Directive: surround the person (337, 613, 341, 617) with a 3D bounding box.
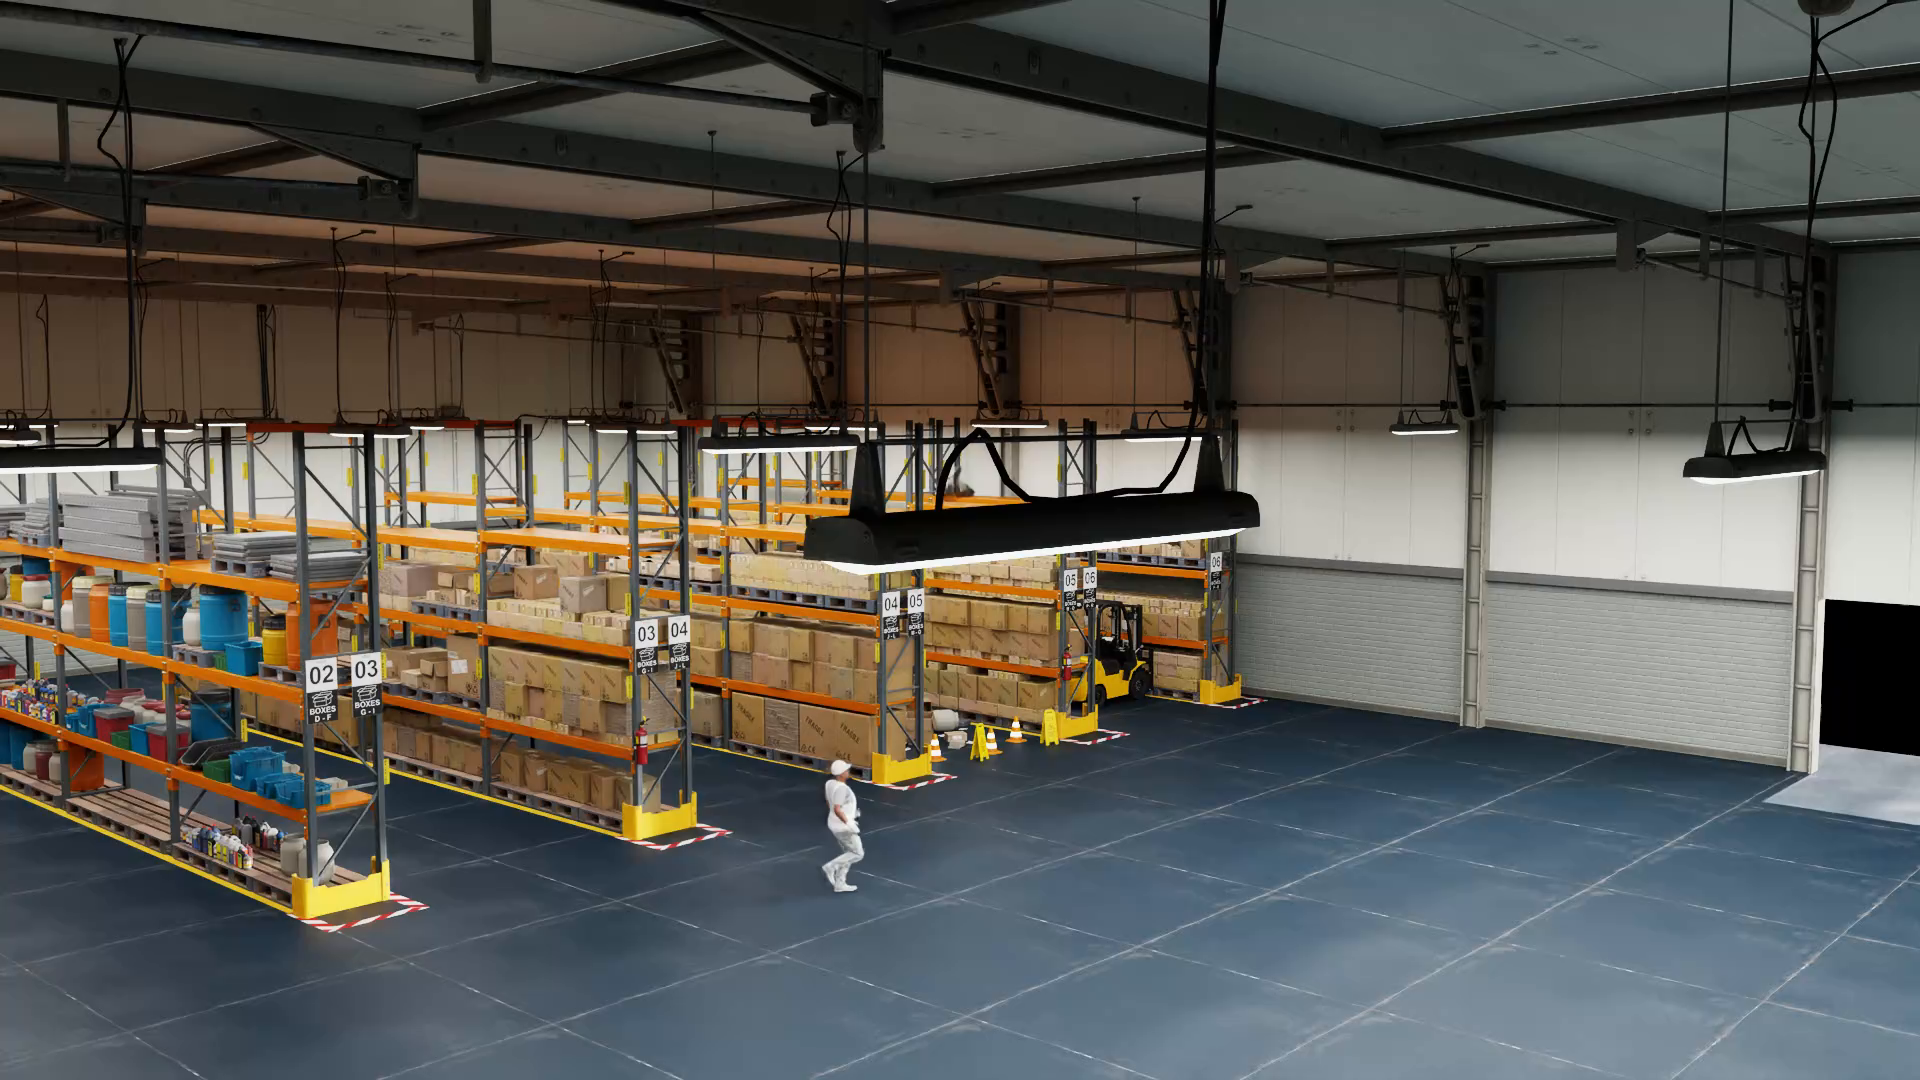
[{"bbox_3d":[-14.260,2.454,37.979,0.546,1.567,0.614,0,5,5],"label":"person"}]

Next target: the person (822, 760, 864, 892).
[{"bbox_3d":[-1.535,3.706,21.542,0.599,1.733,0.686,-2,5,-21],"label":"person"}]

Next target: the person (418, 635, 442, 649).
[{"bbox_3d":[-12.860,2.243,40.137,0.879,1.612,0.649,0,5,4],"label":"person"}]
